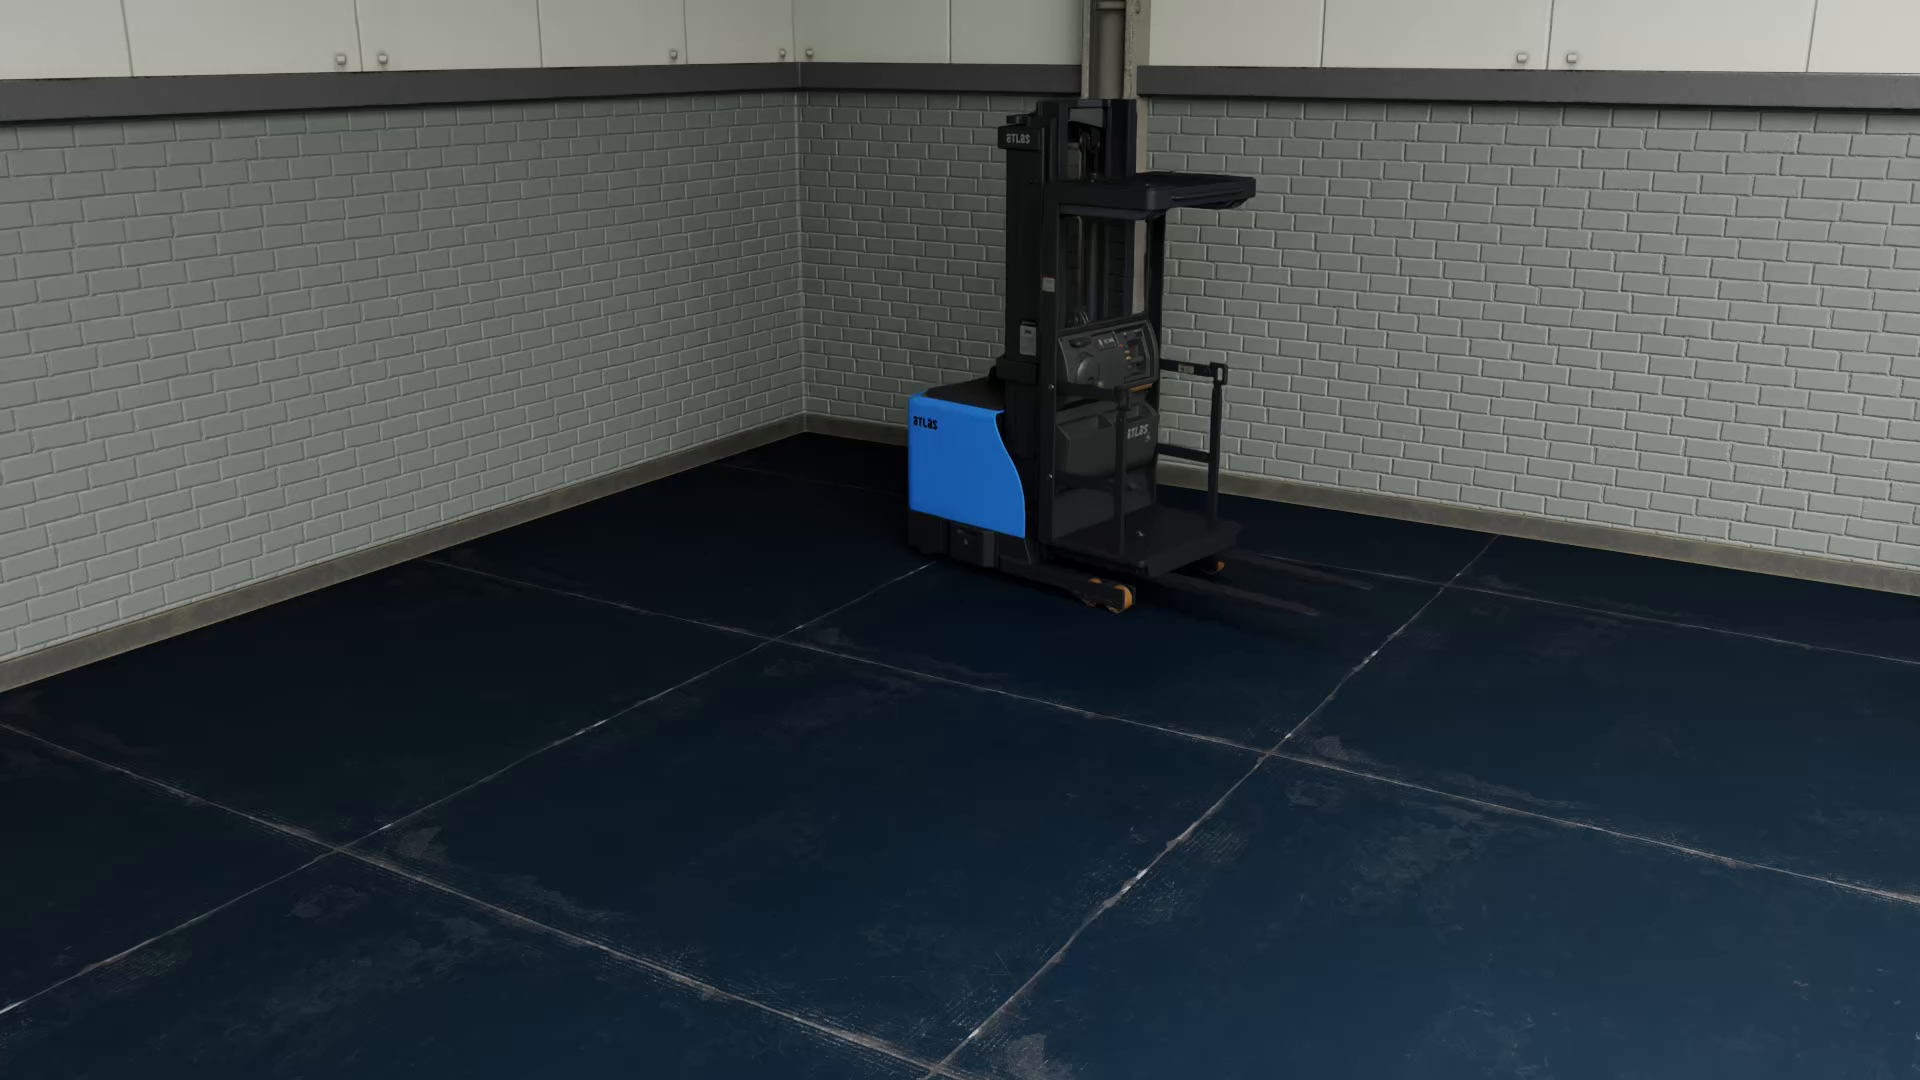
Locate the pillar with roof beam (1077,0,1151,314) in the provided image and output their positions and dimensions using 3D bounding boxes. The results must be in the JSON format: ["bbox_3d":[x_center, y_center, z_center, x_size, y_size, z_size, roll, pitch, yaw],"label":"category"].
[{"bbox_3d":[-1.131,-3.705,8.094,0.400,9.000,9.100,10,20,30],"label":"pillar with roof beam"}]

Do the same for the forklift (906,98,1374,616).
[{"bbox_3d":[1.073,-1.138,10.086,3.031,2.935,1.130,15,22,40],"label":"forklift"}]
